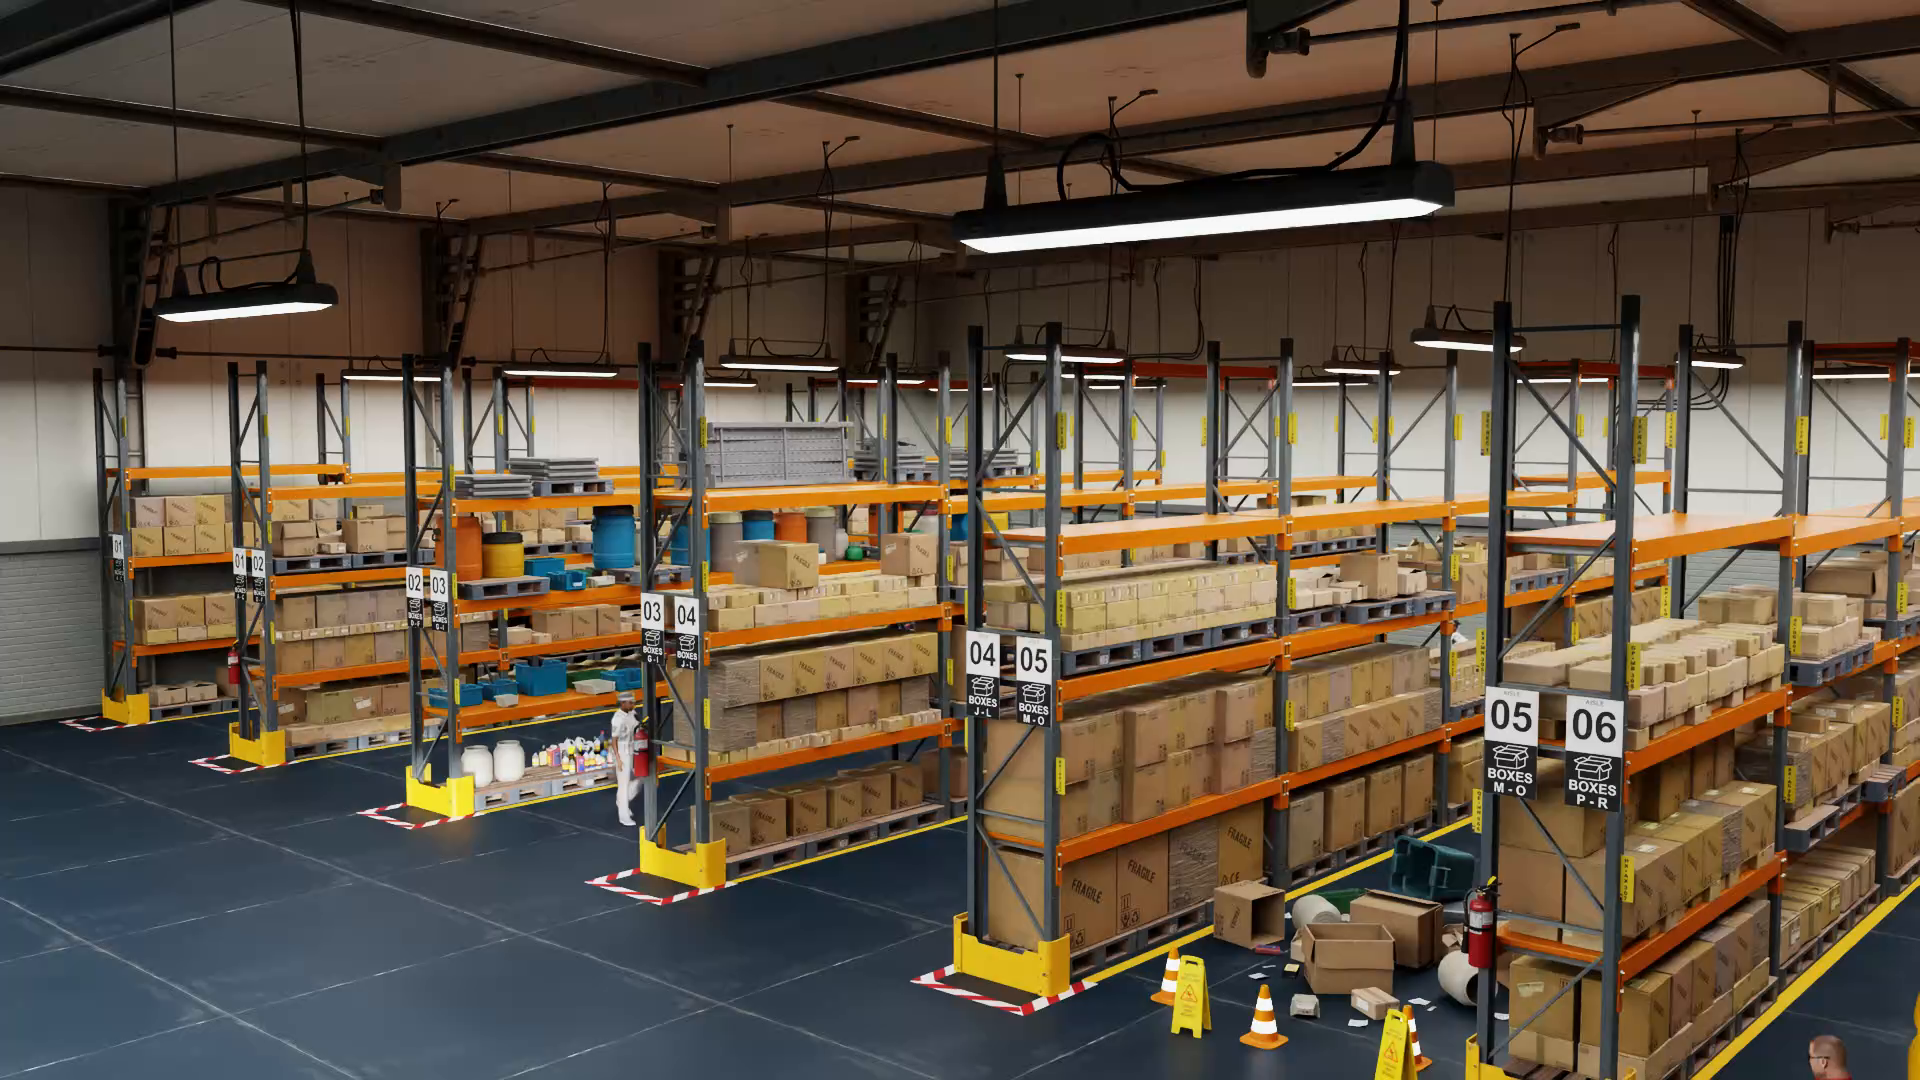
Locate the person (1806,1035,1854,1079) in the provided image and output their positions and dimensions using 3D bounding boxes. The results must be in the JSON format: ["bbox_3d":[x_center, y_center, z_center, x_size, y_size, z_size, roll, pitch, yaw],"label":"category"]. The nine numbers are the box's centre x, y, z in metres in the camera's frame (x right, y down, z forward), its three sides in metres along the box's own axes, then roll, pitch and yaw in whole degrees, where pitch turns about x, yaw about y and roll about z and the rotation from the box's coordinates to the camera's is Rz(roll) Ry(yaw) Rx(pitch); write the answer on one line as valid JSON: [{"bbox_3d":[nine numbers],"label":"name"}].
[{"bbox_3d":[4.793,3.611,9.340,0.455,1.723,0.596,2,5,22],"label":"person"}]

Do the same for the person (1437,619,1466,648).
[{"bbox_3d":[8.441,2.186,28.664,0.701,1.724,1.033,3,5,37],"label":"person"}]

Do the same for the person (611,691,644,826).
[{"bbox_3d":[-4.235,2.763,21.274,0.517,1.676,0.577,2,5,30],"label":"person"}]
